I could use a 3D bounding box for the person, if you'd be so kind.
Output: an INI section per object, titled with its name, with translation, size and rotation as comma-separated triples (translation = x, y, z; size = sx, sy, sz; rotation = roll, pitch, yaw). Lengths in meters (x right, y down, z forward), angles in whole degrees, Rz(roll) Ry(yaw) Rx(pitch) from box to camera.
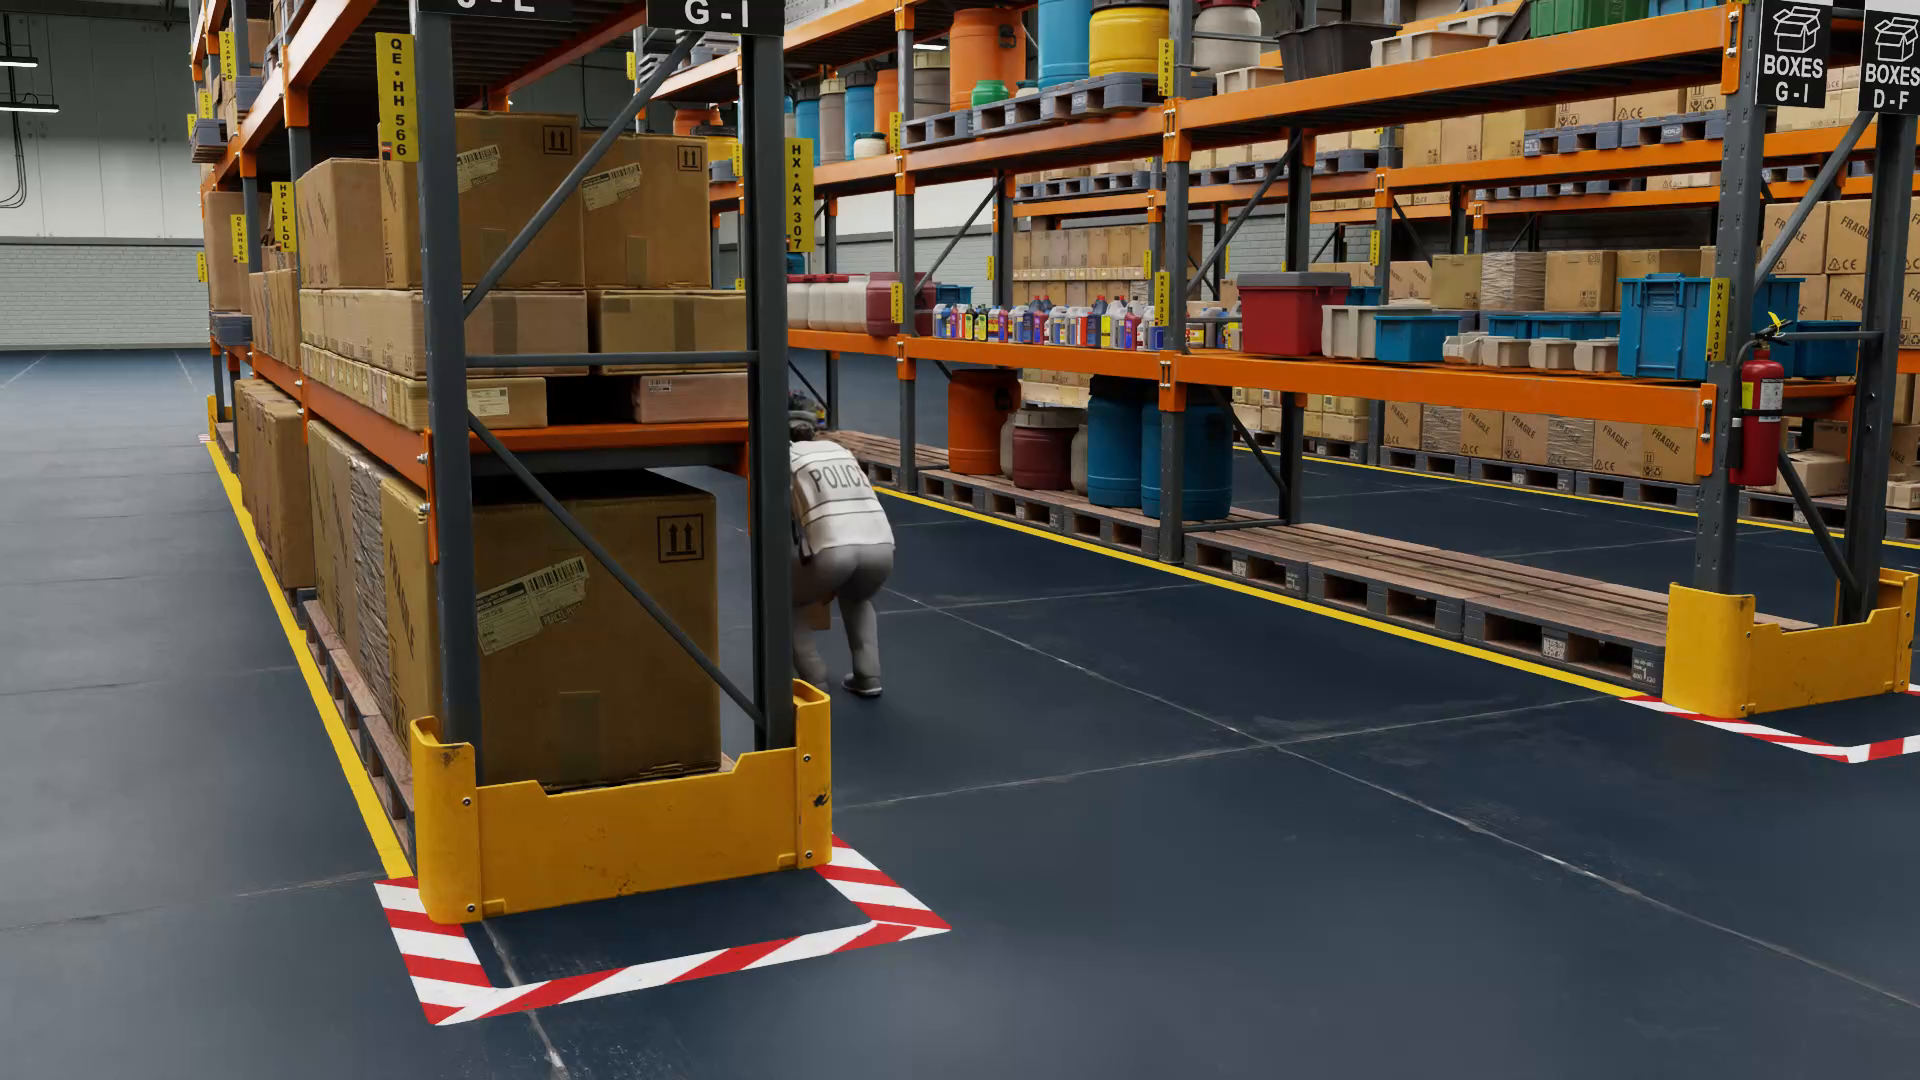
[person]
translation = -0.601, 0.059, 7.041
size = 0.500, 1.195, 0.797
rotation = -4, 10, -26
